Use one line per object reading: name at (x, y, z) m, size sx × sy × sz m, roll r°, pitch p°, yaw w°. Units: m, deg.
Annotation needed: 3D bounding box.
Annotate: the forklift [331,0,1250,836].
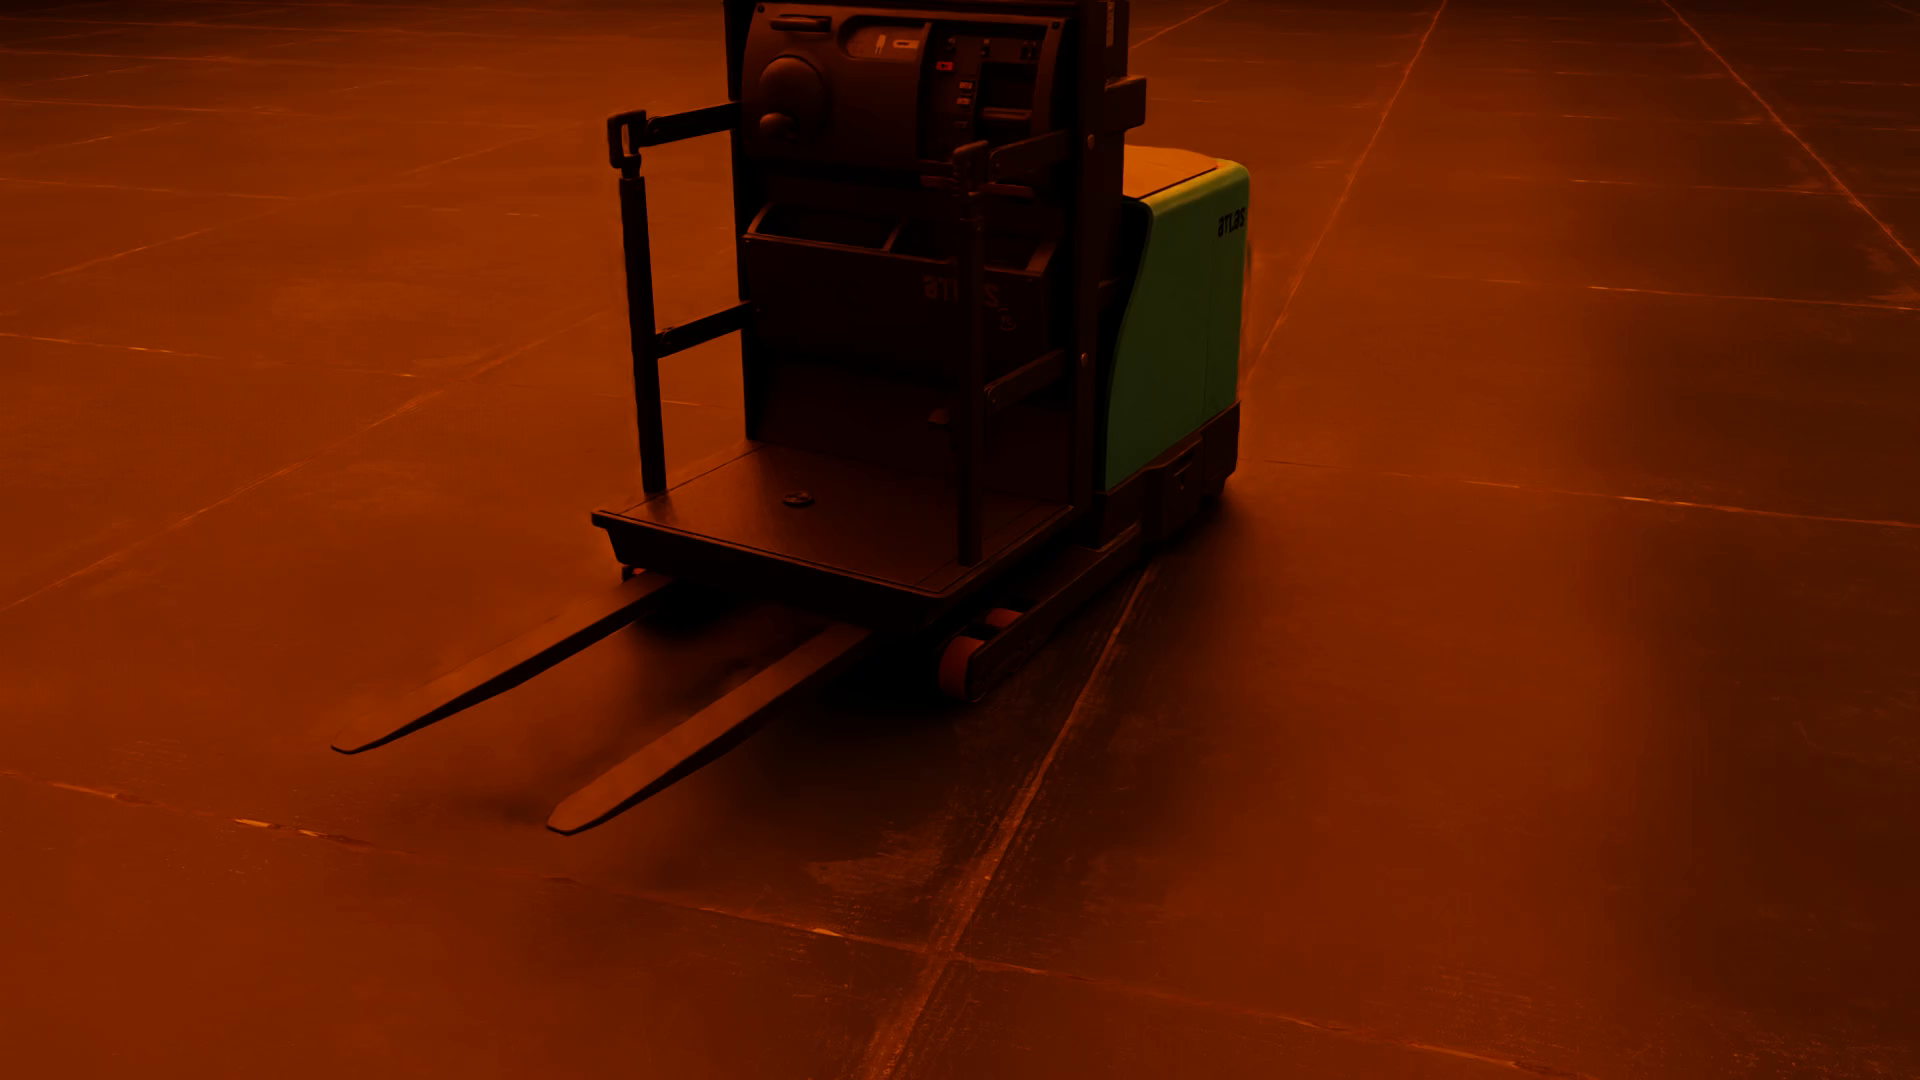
forklift at (-0.268, -1.149, 4.063) m, size 1.130 × 2.935 × 3.031 m, roll 13°, pitch 26°, yaw 28°
